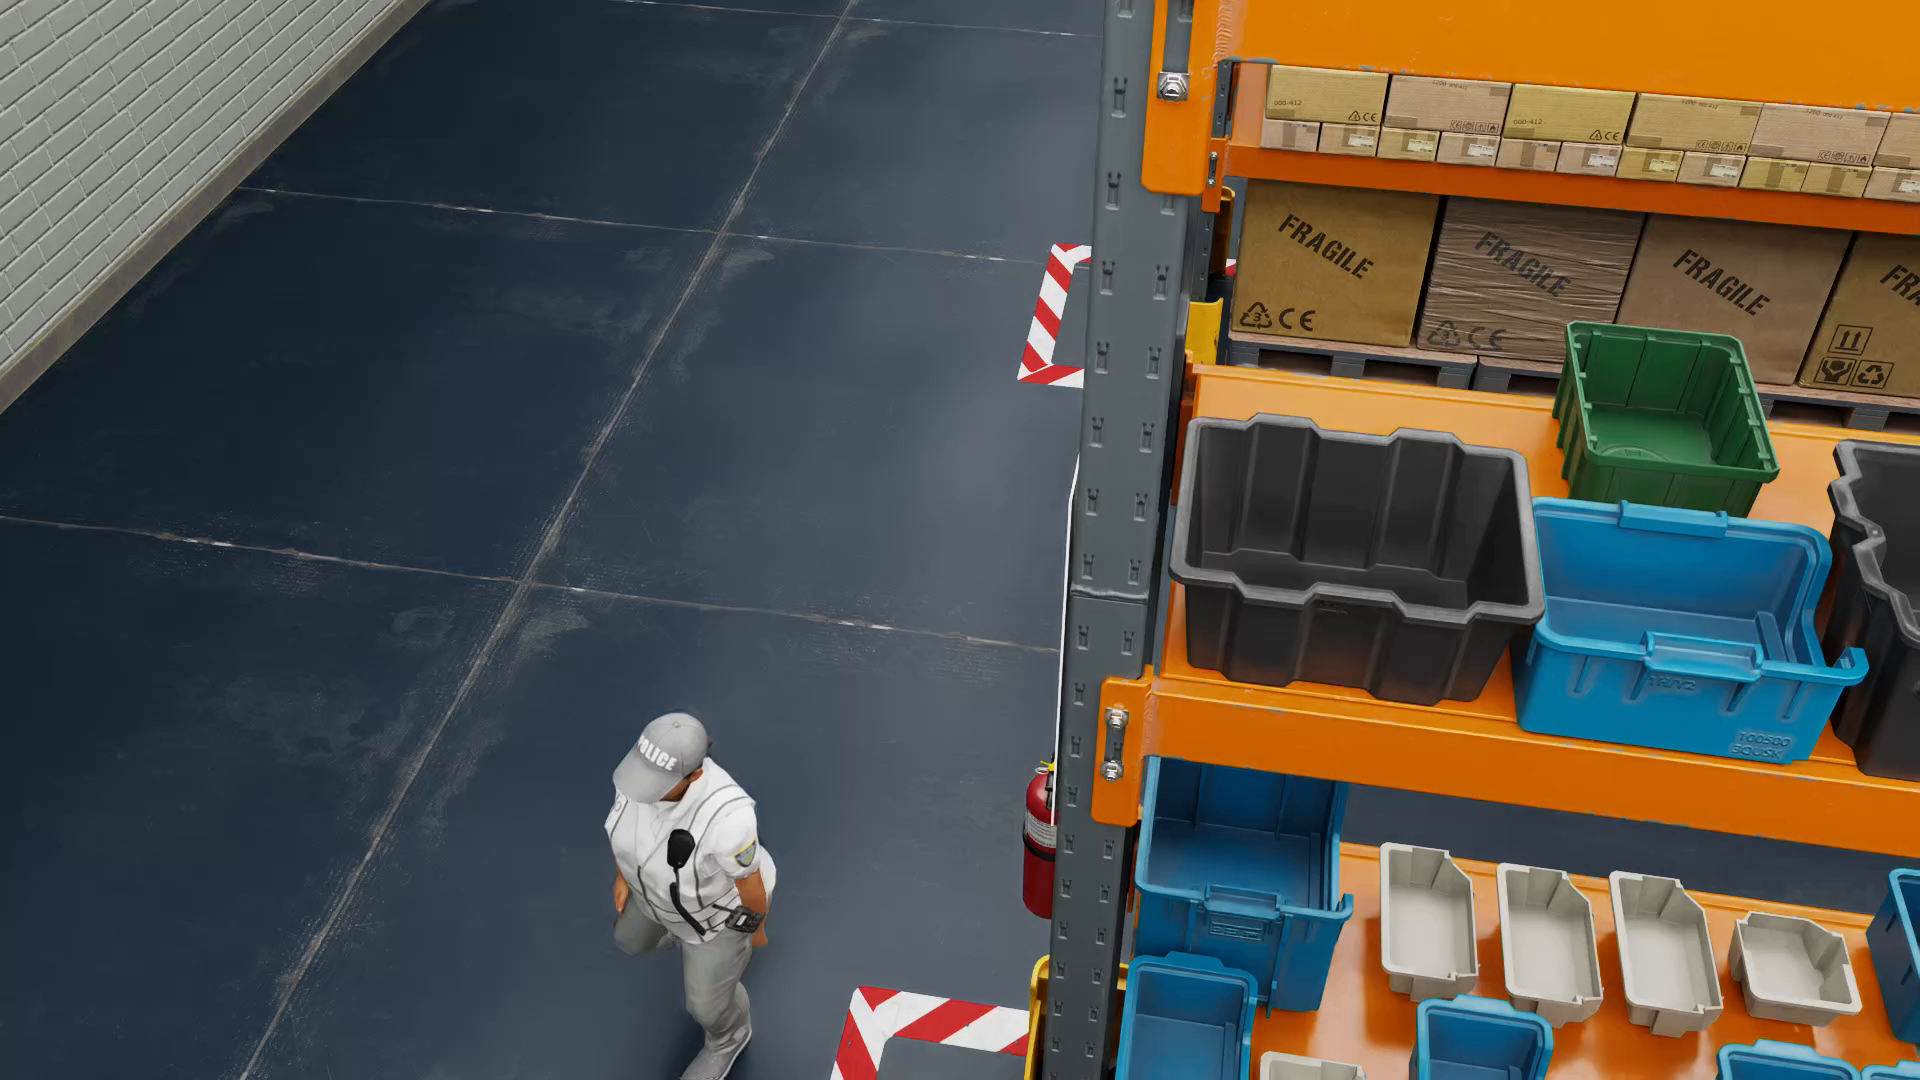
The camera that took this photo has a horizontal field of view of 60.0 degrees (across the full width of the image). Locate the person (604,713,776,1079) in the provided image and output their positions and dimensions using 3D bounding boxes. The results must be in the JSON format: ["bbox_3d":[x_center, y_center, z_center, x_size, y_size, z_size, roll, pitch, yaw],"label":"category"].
[{"bbox_3d":[-0.793,0.988,5.014,0.635,1.640,0.606,26,47,27],"label":"person"}]
